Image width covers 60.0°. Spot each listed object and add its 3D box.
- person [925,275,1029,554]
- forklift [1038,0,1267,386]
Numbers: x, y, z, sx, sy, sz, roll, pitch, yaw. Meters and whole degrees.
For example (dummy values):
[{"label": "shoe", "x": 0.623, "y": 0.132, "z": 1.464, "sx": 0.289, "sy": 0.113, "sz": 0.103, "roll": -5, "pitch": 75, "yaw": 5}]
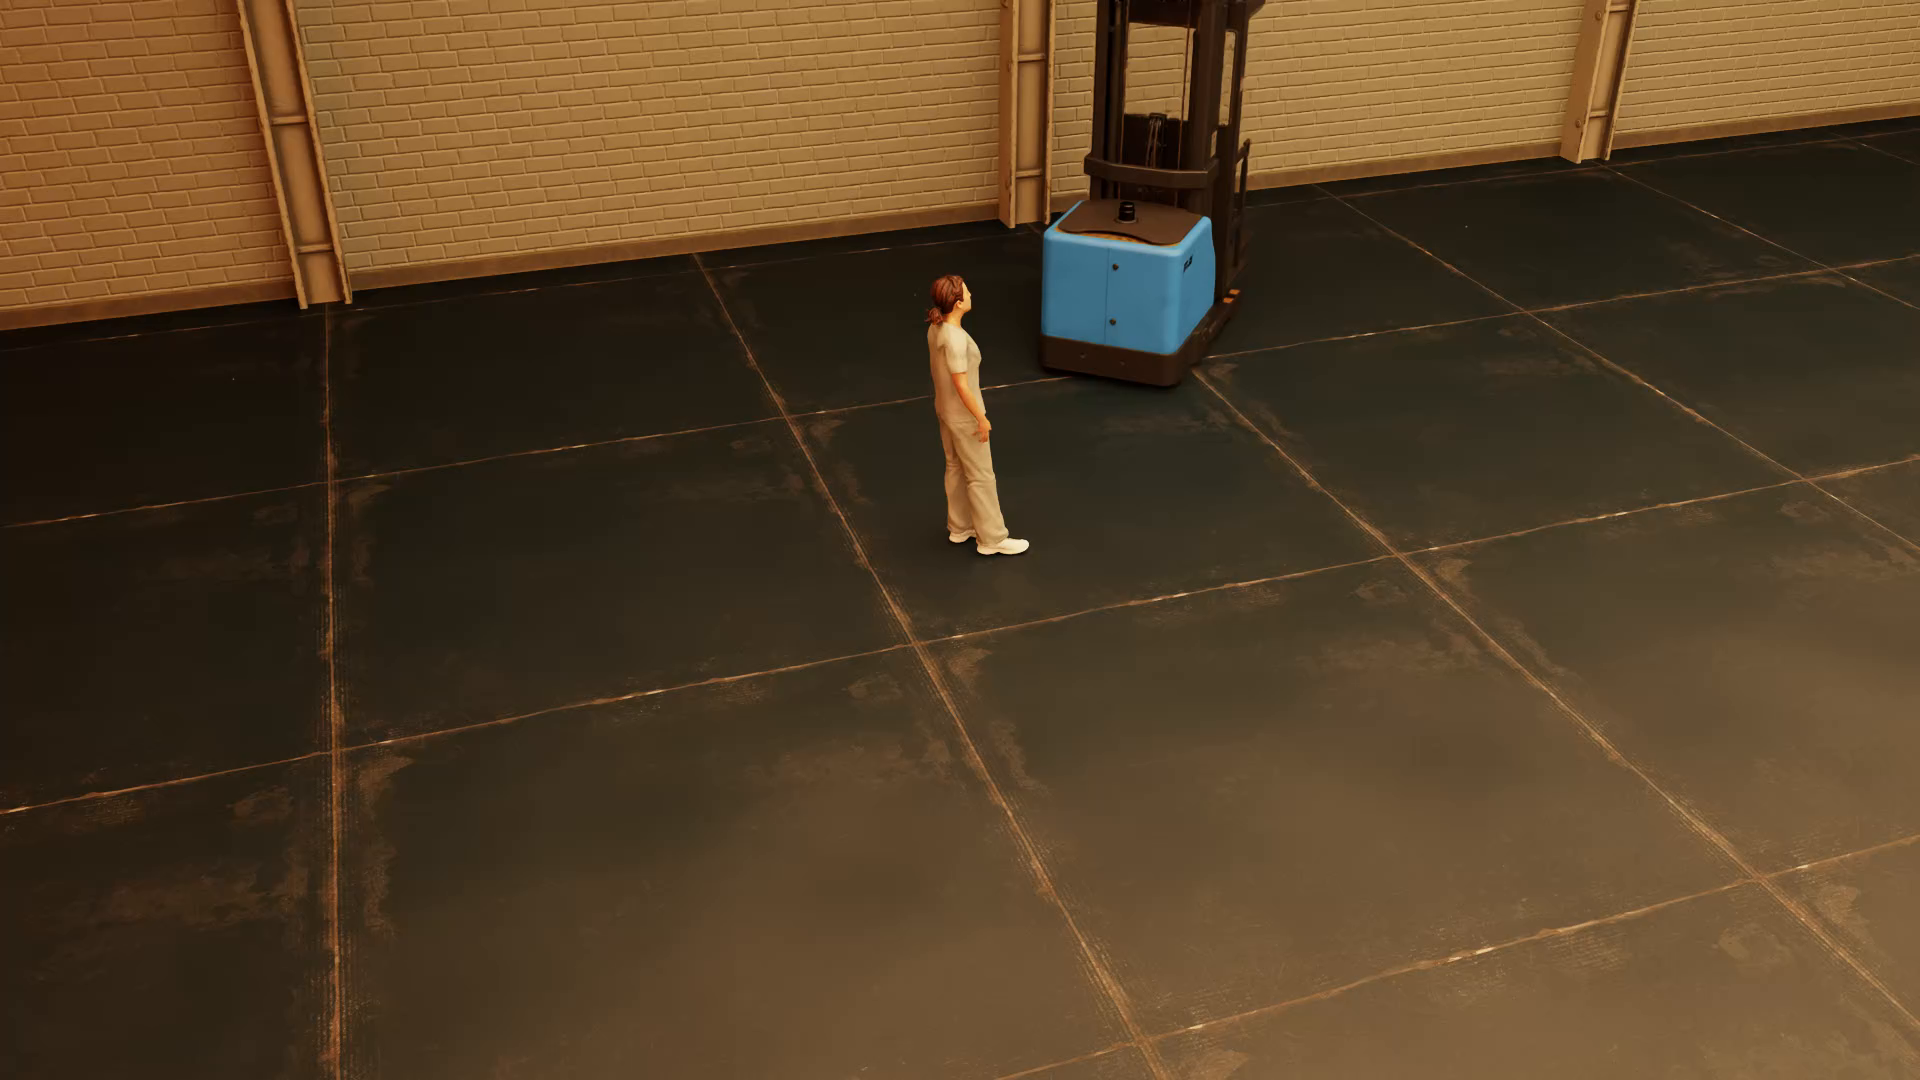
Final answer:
[{"label": "person", "x": 0.075, "y": -0.738, "z": 9.614, "sx": 0.548, "sy": 1.673, "sz": 0.550, "roll": -10, "pitch": 31, "yaw": -16}, {"label": "forklift", "x": 1.606, "y": -3.077, "z": 12.435, "sx": 1.130, "sy": 2.935, "sz": 3.031, "roll": 12, "pitch": 32, "yaw": 20}]
